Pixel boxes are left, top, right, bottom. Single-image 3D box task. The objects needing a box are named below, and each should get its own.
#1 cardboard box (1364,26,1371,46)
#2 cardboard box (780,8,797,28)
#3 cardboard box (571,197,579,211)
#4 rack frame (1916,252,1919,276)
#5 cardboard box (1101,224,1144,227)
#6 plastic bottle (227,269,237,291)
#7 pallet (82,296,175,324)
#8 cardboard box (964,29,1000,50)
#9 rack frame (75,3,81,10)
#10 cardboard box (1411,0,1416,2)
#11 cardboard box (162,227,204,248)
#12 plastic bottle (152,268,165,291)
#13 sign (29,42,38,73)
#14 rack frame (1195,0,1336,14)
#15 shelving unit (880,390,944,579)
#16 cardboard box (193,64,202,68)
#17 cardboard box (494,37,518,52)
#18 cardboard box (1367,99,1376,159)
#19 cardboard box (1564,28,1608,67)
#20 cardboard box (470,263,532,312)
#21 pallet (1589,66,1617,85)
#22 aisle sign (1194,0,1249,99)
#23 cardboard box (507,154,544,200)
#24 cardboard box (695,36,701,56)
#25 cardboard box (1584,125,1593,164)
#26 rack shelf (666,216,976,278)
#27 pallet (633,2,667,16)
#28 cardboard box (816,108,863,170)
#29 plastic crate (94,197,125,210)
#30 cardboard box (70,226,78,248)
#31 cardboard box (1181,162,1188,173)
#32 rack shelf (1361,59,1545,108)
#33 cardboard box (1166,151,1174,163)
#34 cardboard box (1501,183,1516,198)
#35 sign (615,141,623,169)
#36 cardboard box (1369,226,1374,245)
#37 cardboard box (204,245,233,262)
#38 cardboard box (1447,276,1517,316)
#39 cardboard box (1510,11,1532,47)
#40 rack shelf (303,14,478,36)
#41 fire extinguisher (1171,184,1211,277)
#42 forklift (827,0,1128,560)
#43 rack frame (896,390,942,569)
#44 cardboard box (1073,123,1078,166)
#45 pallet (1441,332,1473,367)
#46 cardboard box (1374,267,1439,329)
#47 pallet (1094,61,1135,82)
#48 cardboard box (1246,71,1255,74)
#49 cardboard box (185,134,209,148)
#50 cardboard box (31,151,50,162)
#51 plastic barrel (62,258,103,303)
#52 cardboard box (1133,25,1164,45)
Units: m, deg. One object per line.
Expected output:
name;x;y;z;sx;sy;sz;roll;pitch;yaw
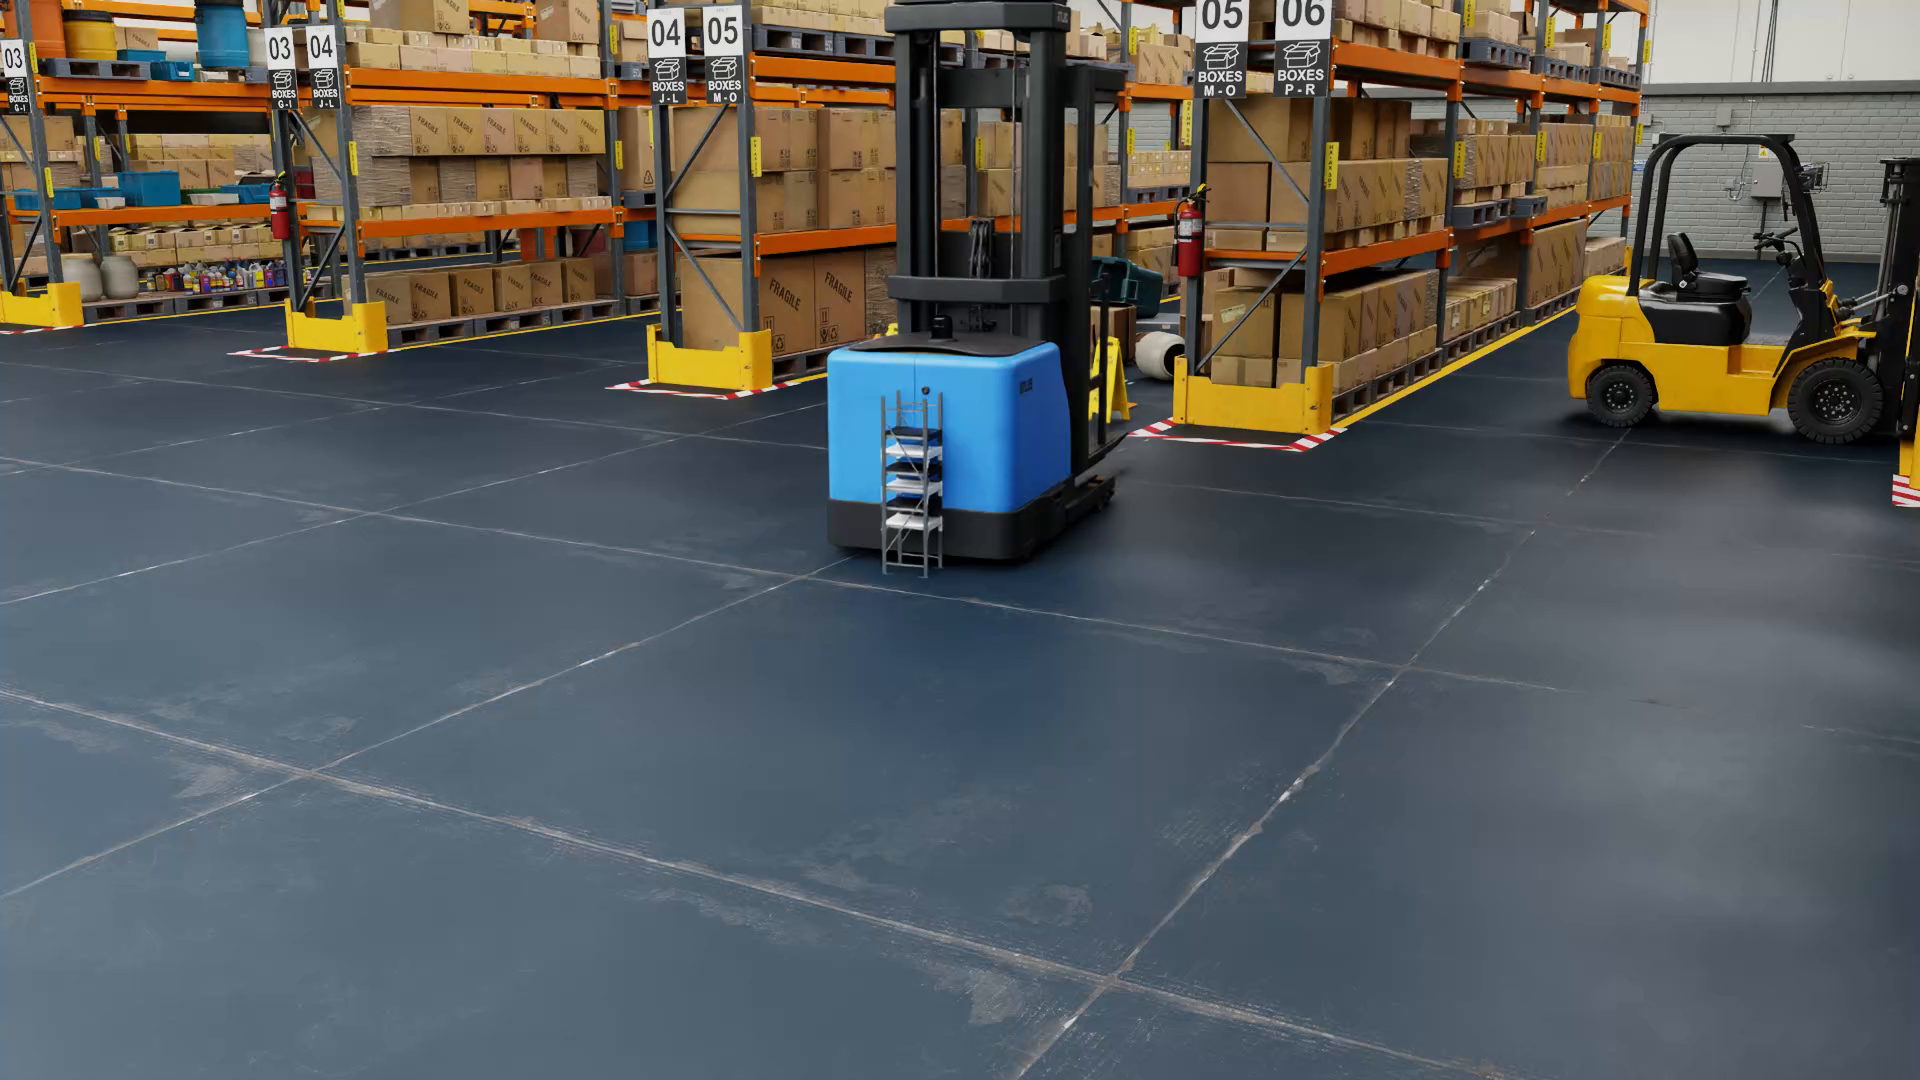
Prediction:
cardboard box;2.920;-3.847;12.727;0.380;0.149;0.250;7;15;28
cardboard box;-1.642;-4.527;14.437;0.380;0.149;0.250;8;15;29
cardboard box;-4.720;-3.961;19.599;0.380;0.149;0.250;7;15;28
rack frame;14.253;-5.033;23.508;1.000;3.000;0.127;7;15;28
cardboard box;2.252;-4.224;22.991;0.500;0.250;0.500;8;16;29
plastic bottle;-9.379;-3.352;21.421;0.097;0.271;0.097;0;14;0
pallet;-10.447;-2.827;20.309;1.003;0.211;1.213;7;15;28
cardboard box;0.233;-5.414;17.866;0.258;0.266;0.396;7;15;27
rack frame;-13.240;-8.295;24.239;1.000;3.000;0.127;7;15;28
cardboard box;3.477;-4.437;13.474;0.380;0.149;0.250;8;16;29
cardboard box;-12.327;-4.783;26.248;0.500;0.311;0.500;7;15;26
plastic bottle;-10.295;-3.341;21.351;0.061;0.283;0.133;8;16;29
sign;-10.360;-5.395;18.592;0.100;0.325;0.005;7;15;28
rack frame;2.171;-5.228;11.519;1.000;3.000;0.127;7;15;28
shelving unit;-0.237;-0.276;8.258;0.258;0.900;0.210;5;14;19
cardboard box;-12.263;-7.353;26.157;0.500;0.250;0.500;6;15;23
cardboard box;-5.107;-5.464;18.366;0.380;0.149;0.250;8;16;31
cardboard box;3.170;-3.544;14.351;0.700;0.500;0.500;7;15;27
cardboard box;8.440;-6.630;22.412;0.500;0.500;0.500;8;16;29
cardboard box;-5.300;-2.912;19.149;0.500;0.500;0.500;6;15;23
pallet;8.377;-6.355;22.784;1.003;0.211;1.213;7;15;28
aisle sign;1.887;-3.596;12.001;0.394;0.787;0.004;7;15;28
cardboard box;-5.268;-4.150;19.001;0.875;0.500;0.500;7;15;28
cardboard box;-3.139;-6.493;21.886;0.500;0.500;0.500;8;16;29
cardboard box;7.976;-5.188;21.807;0.500;0.500;0.500;8;16;30
rack shelf;-1.244;-2.912;16.249;1.077;0.370;4.000;7;15;28
pallet;-5.412;-8.915;28.066;1.003;0.211;1.213;7;15;28
cardboard box;-1.423;-3.744;15.540;0.875;0.550;0.550;7;15;28
plastic crate;-10.126;-4.015;19.848;0.298;0.136;0.250;7;15;28
cardboard box;-16.298;-5.512;29.891;0.700;0.500;0.500;7;15;28
cardboard box;2.936;-5.165;23.065;0.380;0.149;0.250;7;15;28
rack shelf;5.072;-4.651;17.061;1.077;0.370;4.000;7;15;28
cardboard box;2.683;-5.207;22.602;0.380;0.149;0.250;8;16;30
cardboard box;5.688;-3.712;17.672;0.380;0.149;0.250;8;16;29
sign;-4.092;-4.616;19.933;0.100;0.325;0.005;7;15;28
cardboard box;3.084;-2.438;13.283;0.380;0.149;0.250;8;16;30
cardboard box;-12.086;-4.616;26.751;0.500;0.250;0.500;8;16;29
cardboard box;5.756;-2.765;18.813;0.950;0.372;0.625;6;15;24
cardboard box;6.089;-5.760;19.009;0.797;0.503;0.637;6;15;25
rack shelf;-10.340;-8.981;29.476;1.077;0.370;4.000;7;15;28
fire extinguisher;1.712;-2.303;12.350;0.296;0.674;0.183;7;15;28
forklift;0.286;-1.624;9.517;1.130;2.935;3.031;5;14;19
rack frame;-0.203;-0.298;8.351;0.240;0.900;0.006;5;14;19
cardboard box;1.187;-4.833;20.333;0.700;0.500;0.500;7;15;27
pallet;4.480;-1.937;16.616;1.003;0.211;1.213;7;15;28
cardboard box;4.054;-2.213;15.181;0.500;0.500;0.500;7;15;27
pallet;1.392;-5.721;20.368;1.213;0.211;1.003;8;16;31
cardboard box;4.033;-7.014;24.578;0.500;0.250;0.500;8;16;30
cardboard box;-14.702;-7.604;31.684;0.500;0.250;0.500;7;15;28
cardboard box;-13.430;-5.558;24.089;0.380;0.149;0.250;7;15;26
plastic barrel;-10.589;-3.134;20.045;0.421;0.512;0.421;0;14;0
cardboard box;2.431;-6.586;21.706;0.396;0.266;0.258;7;15;28
